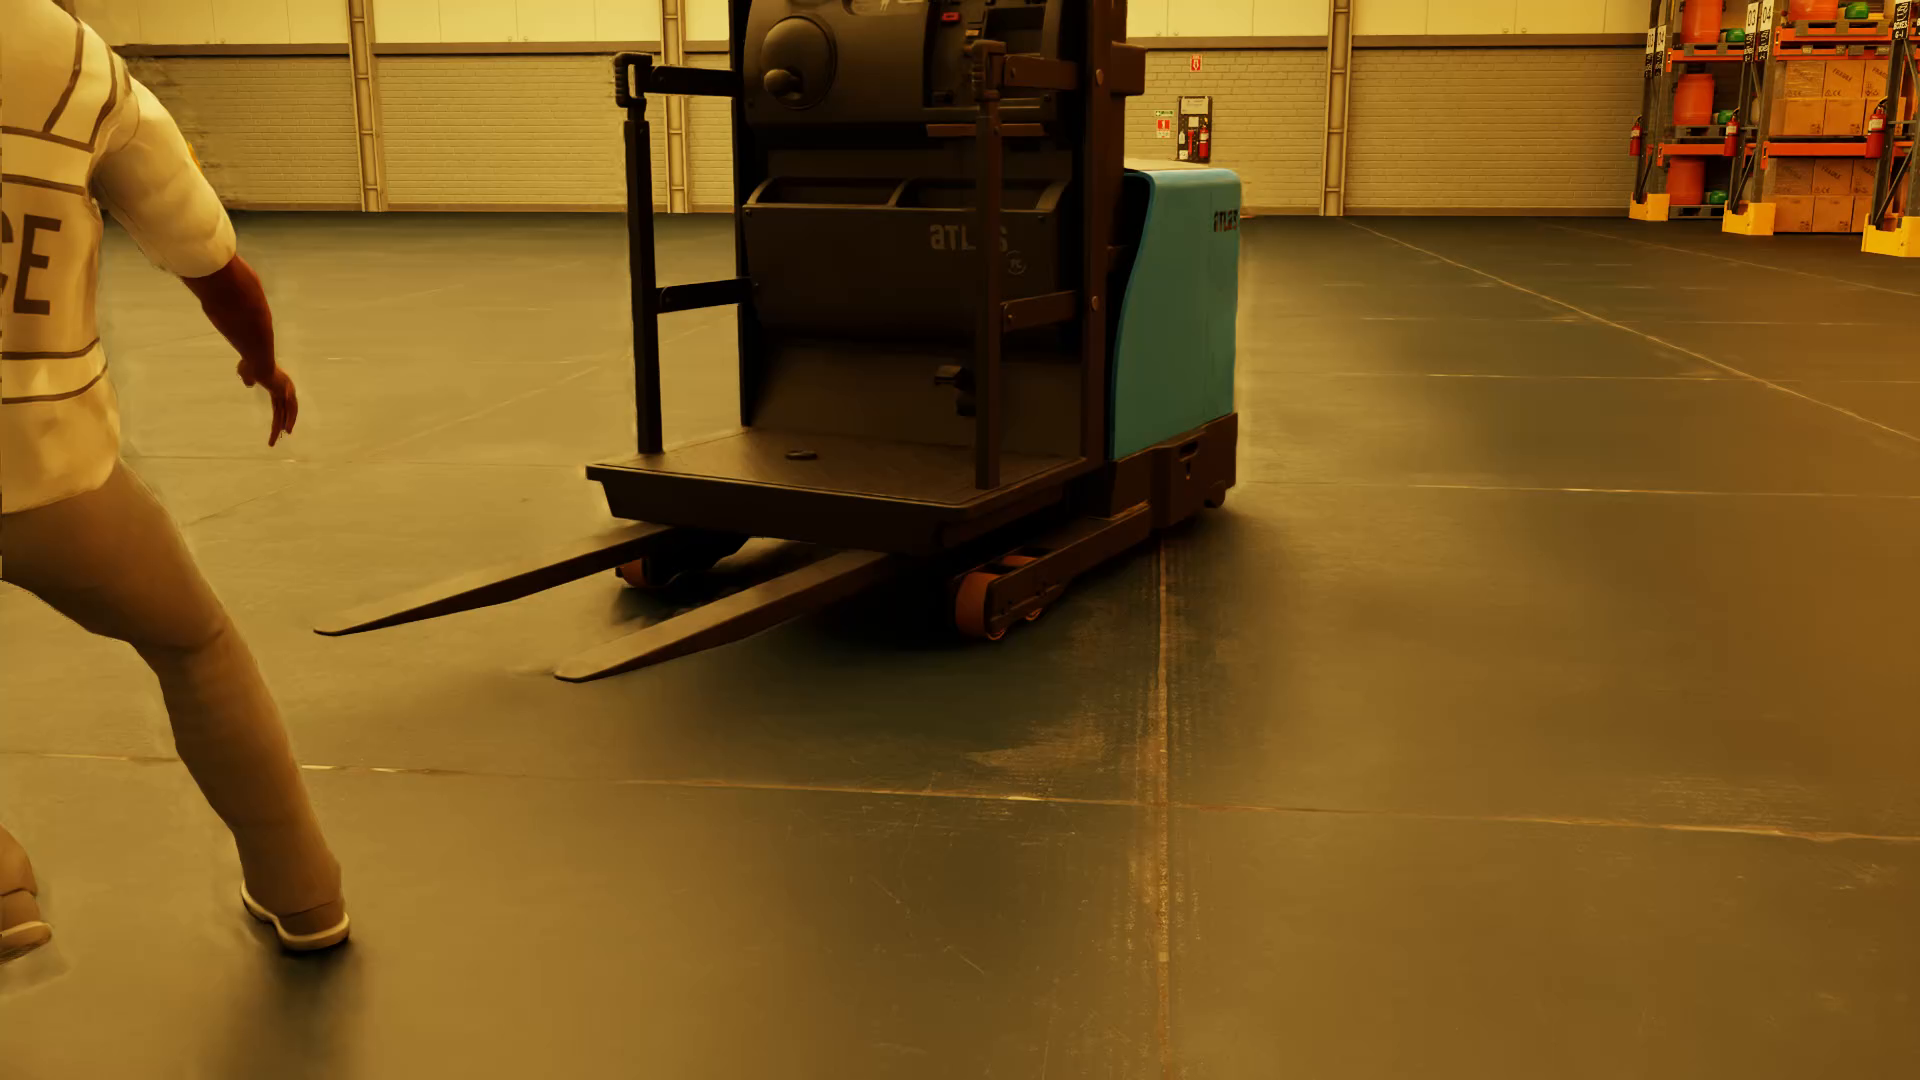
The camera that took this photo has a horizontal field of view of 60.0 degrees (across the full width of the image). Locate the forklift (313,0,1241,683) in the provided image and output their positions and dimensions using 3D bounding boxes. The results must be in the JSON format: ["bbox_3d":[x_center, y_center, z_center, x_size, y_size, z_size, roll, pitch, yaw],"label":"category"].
[{"bbox_3d":[-0.248,-1.304,4.086,1.130,2.935,3.031,7,15,27],"label":"forklift"}]

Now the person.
[{"bbox_3d":[-1.188,-0.128,2.090,0.725,1.543,0.592,-7,15,-27],"label":"person"}]
